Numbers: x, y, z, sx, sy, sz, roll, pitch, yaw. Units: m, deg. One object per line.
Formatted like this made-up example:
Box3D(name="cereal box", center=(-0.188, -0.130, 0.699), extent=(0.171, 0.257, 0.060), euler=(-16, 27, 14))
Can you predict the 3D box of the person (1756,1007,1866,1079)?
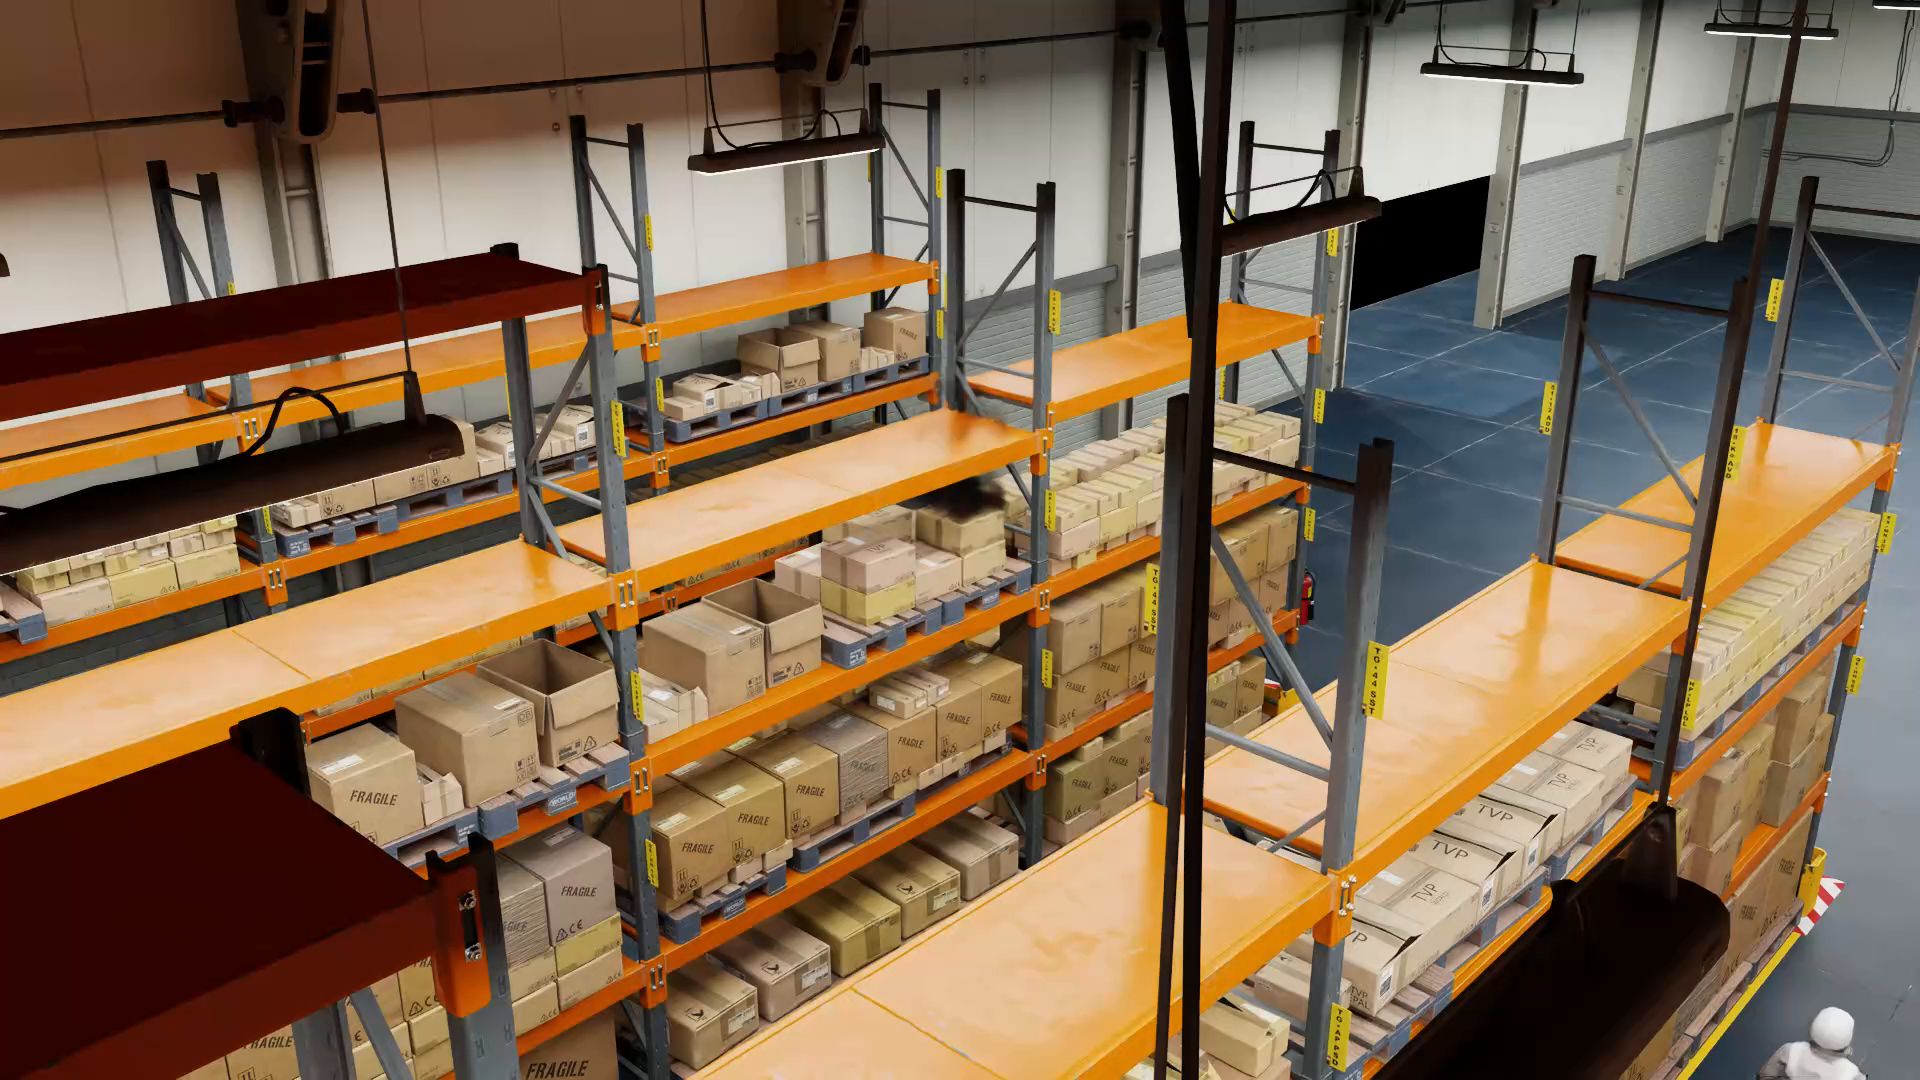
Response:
Box3D(name="person", center=(5.277, 3.619, 10.312), extent=(0.656, 1.722, 0.606), euler=(19, 28, 39))
